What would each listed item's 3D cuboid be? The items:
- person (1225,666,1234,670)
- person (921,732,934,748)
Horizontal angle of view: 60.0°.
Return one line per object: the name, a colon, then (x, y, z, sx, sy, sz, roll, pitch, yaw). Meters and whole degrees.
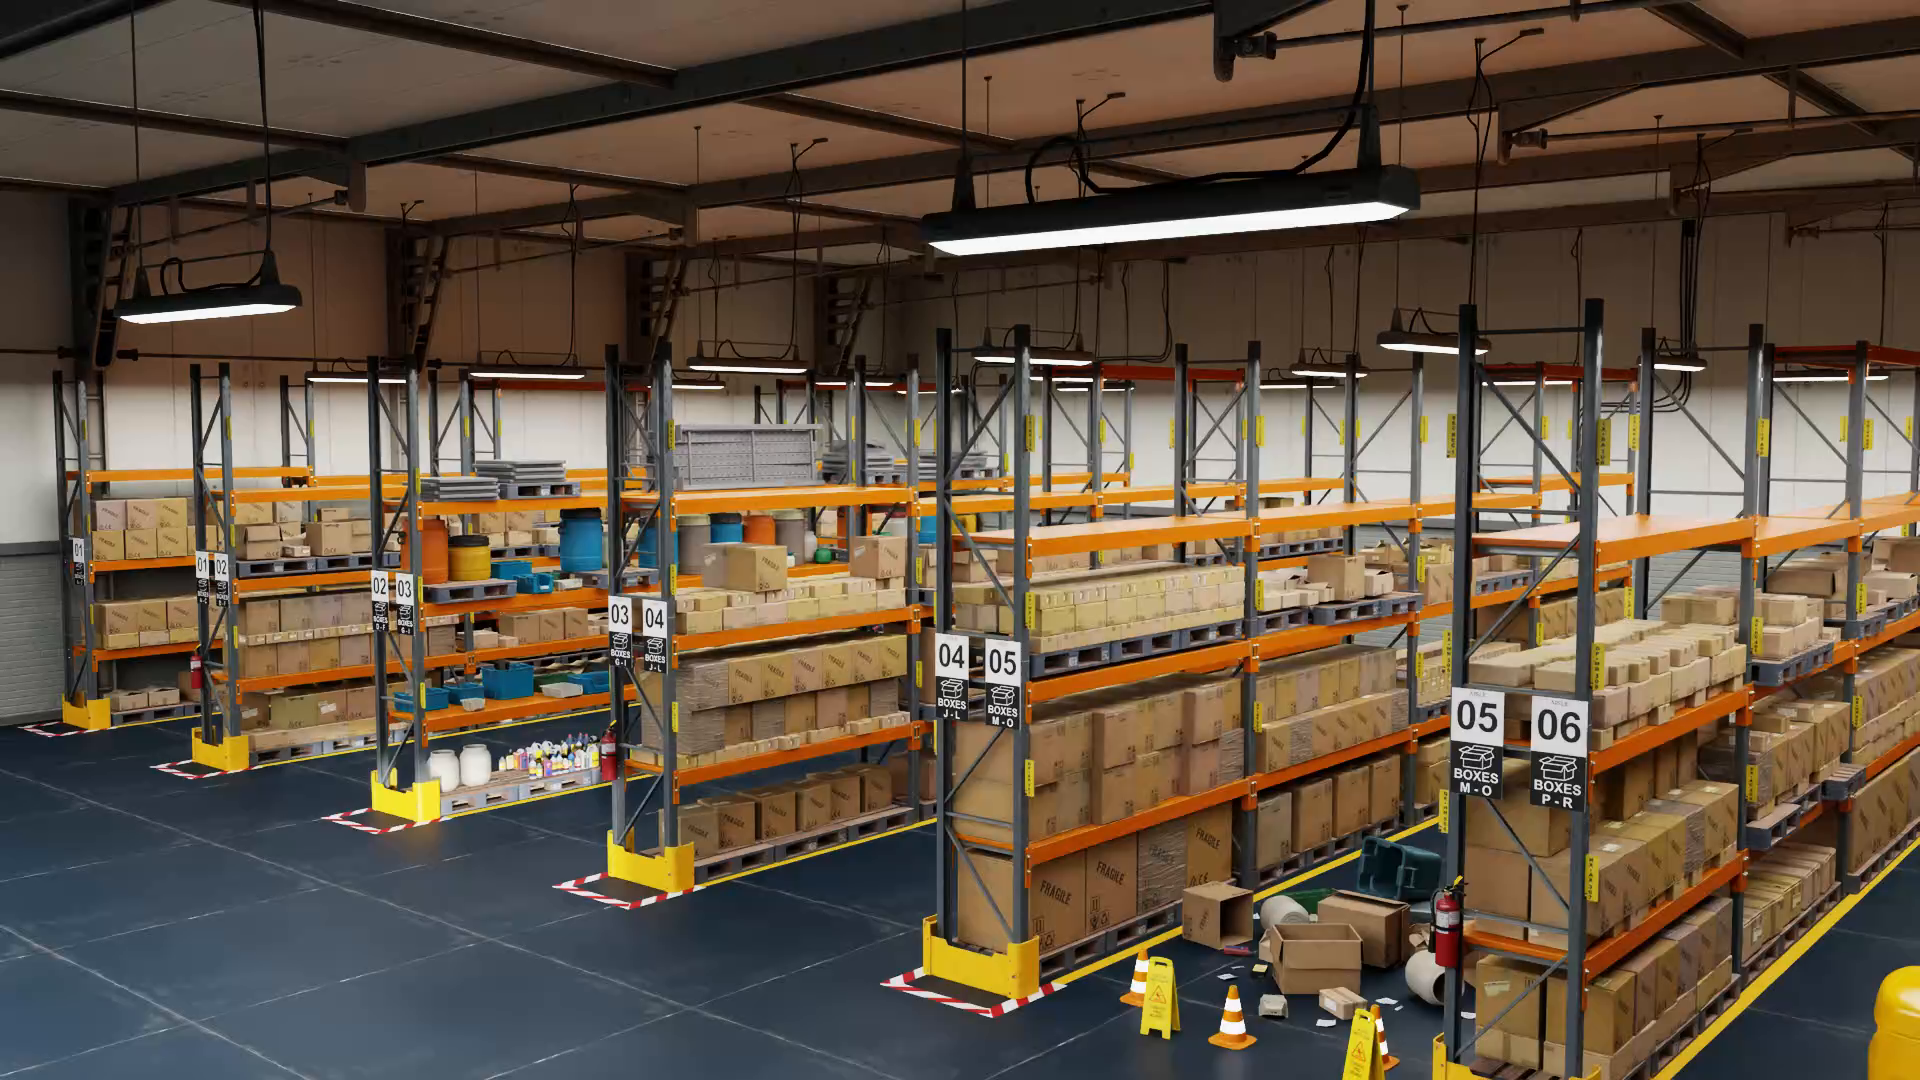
person: (3.884, 2.642, 23.632, 0.561, 1.719, 0.740, 3, 5, 34)
person: (-0.650, 2.468, 25.782, 0.685, 1.698, 0.593, 2, 5, 29)
